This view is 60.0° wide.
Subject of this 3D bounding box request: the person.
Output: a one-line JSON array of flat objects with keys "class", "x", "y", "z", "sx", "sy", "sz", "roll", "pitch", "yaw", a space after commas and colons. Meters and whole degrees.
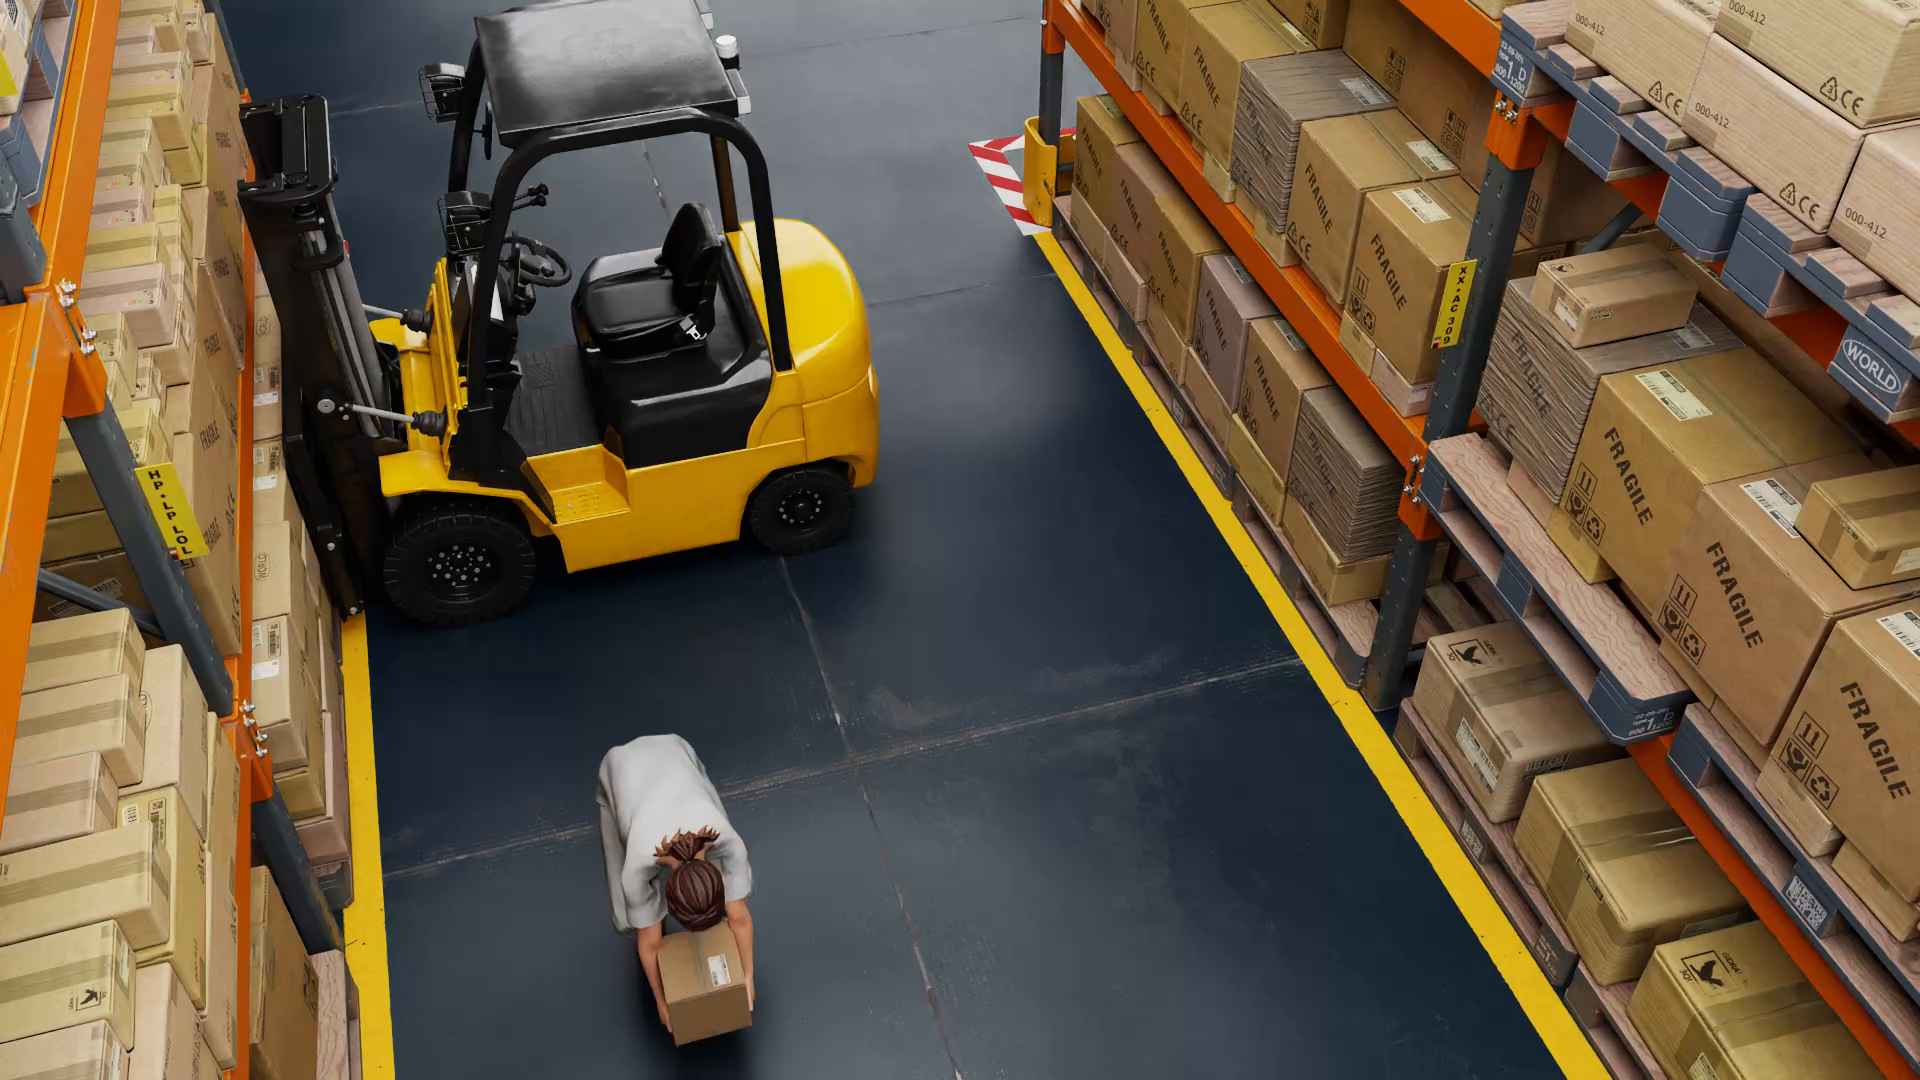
[{"class": "person", "x": -0.921, "y": 1.121, "z": 5.460, "sx": 0.476, "sy": 0.966, "sz": 0.863, "roll": -14, "pitch": 44, "yaw": -15}]
